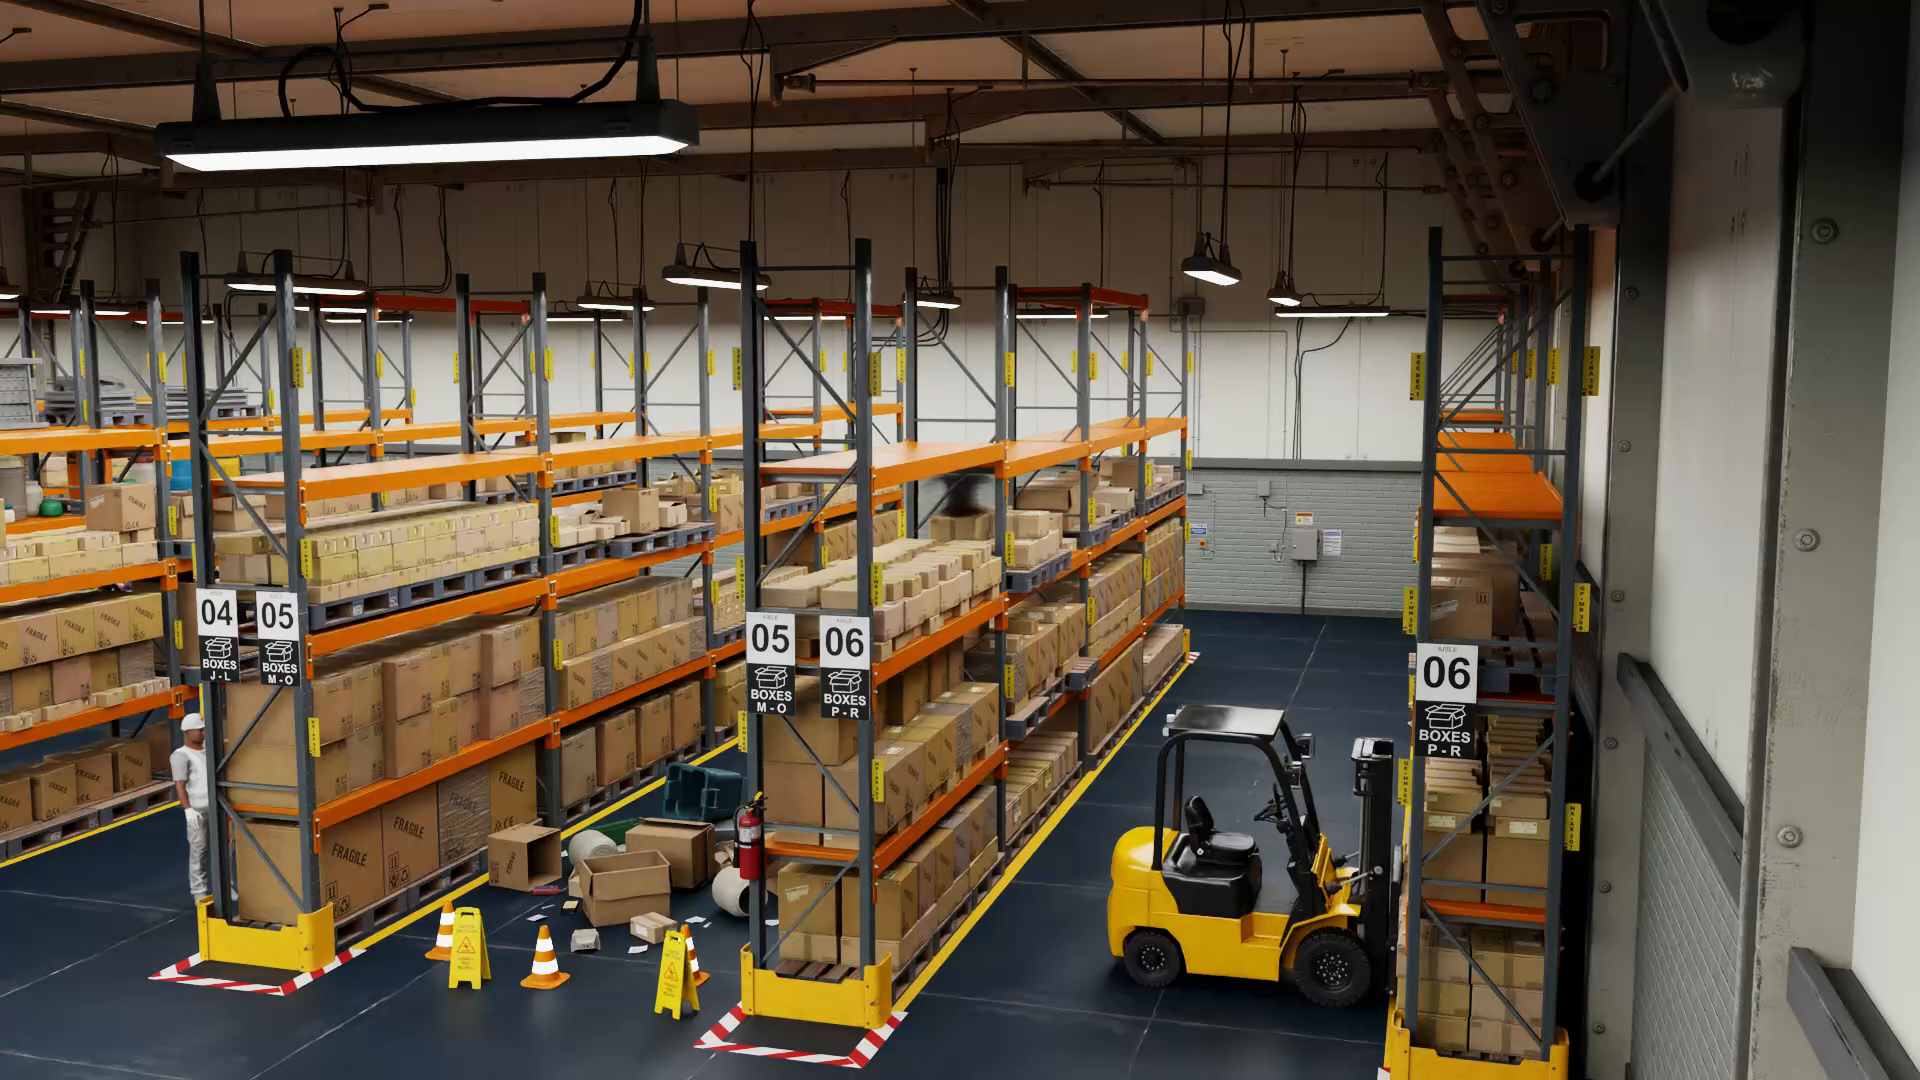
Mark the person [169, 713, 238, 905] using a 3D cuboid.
[{"bbox_3d":[-7.107,2.545,15.679,0.595,1.833,0.605,5,8,40],"label":"person"}]

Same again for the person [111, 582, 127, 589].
[{"bbox_3d":[-15.222,0.915,30.060,0.653,1.733,1.055,2,7,14],"label":"person"}]
